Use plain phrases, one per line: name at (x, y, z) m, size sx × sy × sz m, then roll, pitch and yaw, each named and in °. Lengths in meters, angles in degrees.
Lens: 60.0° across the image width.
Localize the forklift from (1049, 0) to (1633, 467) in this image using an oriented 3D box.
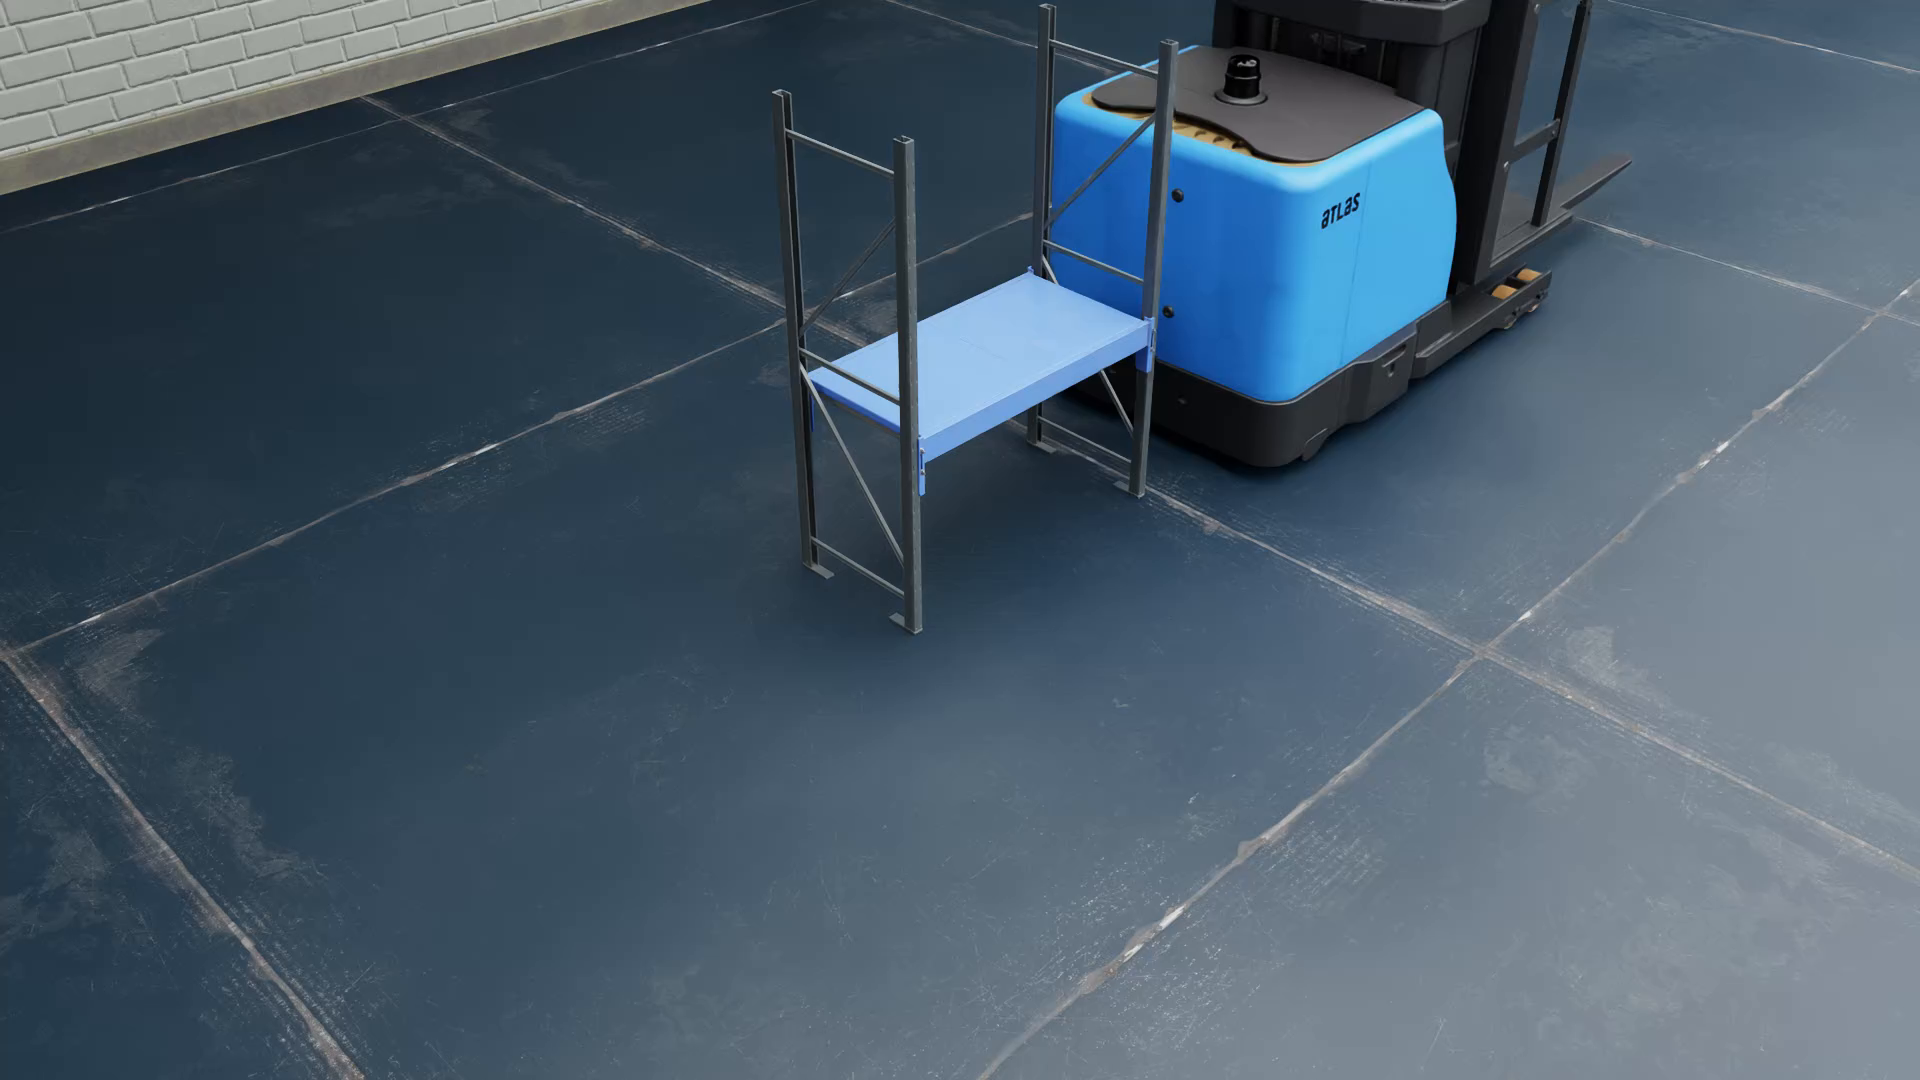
forklift at (1.667, -2.194, 5.834) m, size 1.130 × 2.935 × 3.031 m, roll 28°, pitch 44°, yaw 34°

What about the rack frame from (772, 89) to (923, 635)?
rack frame at (-0.298, -0.443, 4.575) m, size 0.500 × 1.500 × 0.032 m, roll 30°, pitch 45°, yaw 35°

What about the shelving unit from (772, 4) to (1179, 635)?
shelving unit at (0.060, -0.650, 4.871) m, size 0.538 × 1.500 × 1.048 m, roll 30°, pitch 45°, yaw 35°

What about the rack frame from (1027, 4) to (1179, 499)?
rack frame at (0.418, -0.856, 5.167) m, size 0.500 × 1.500 × 0.032 m, roll 30°, pitch 45°, yaw 35°

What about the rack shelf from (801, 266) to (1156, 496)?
rack shelf at (0.060, -0.502, 4.974) m, size 0.538 × 0.185 × 1.000 m, roll 30°, pitch 45°, yaw 35°
